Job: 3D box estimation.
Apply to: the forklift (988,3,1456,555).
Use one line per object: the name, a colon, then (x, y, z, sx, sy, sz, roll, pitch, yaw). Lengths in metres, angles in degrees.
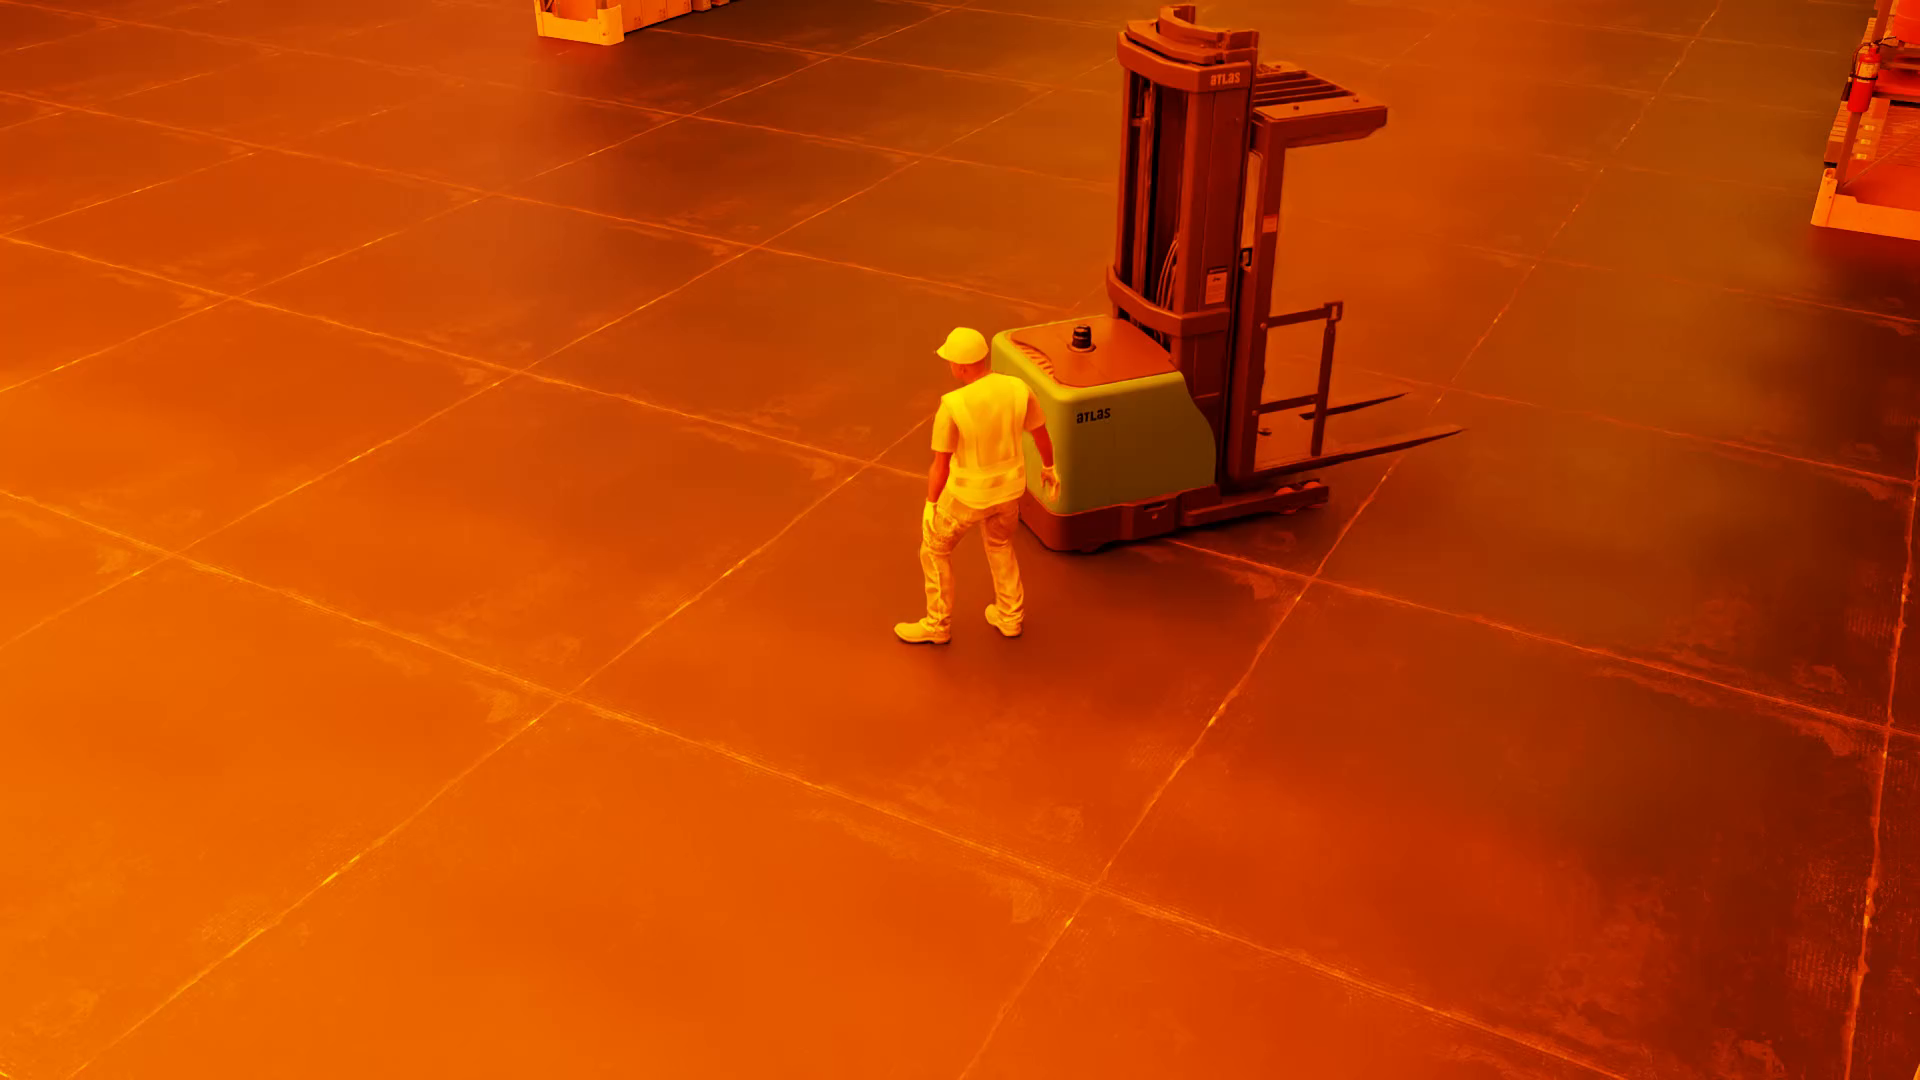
forklift: (1.698, -1.648, 9.927, 3.031, 2.935, 1.130, -12, 32, -19)

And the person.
person: (0.097, -0.282, 8.749, 0.877, 1.746, 0.440, -18, 35, -28)
